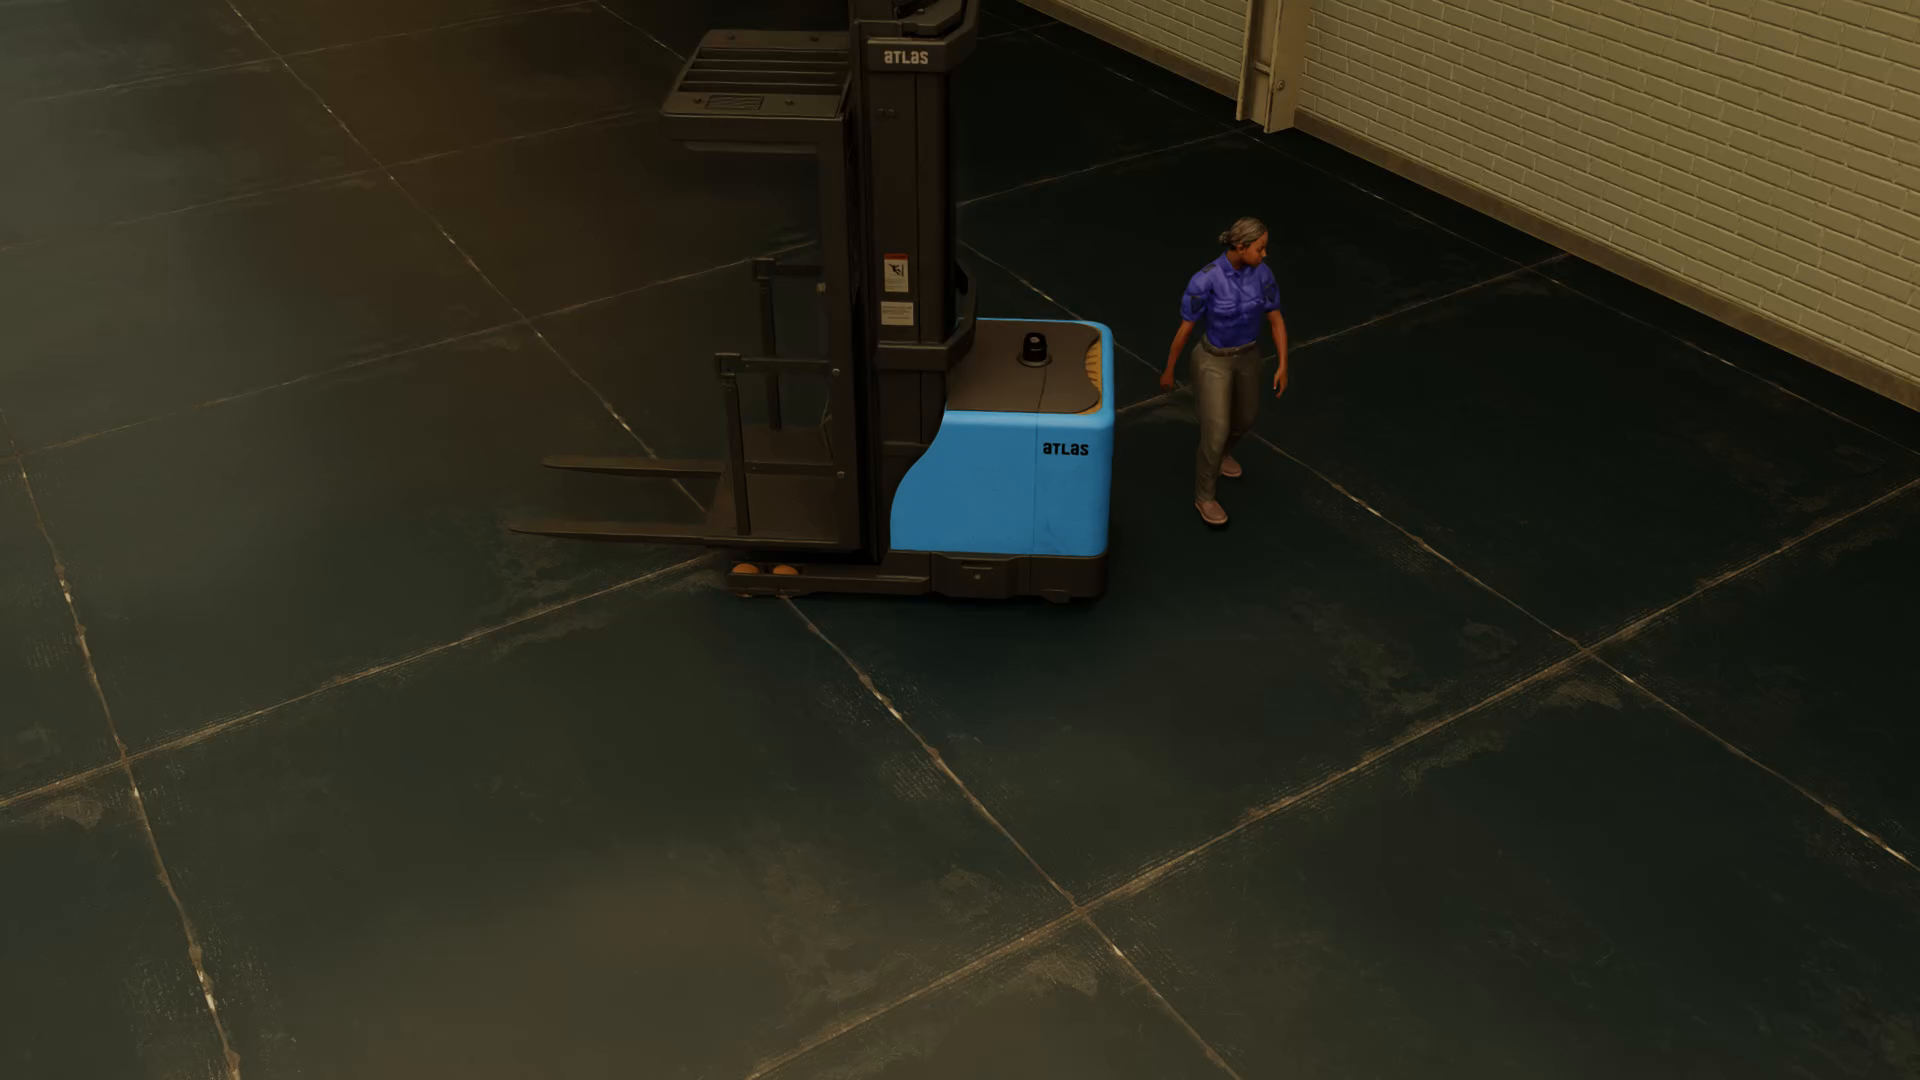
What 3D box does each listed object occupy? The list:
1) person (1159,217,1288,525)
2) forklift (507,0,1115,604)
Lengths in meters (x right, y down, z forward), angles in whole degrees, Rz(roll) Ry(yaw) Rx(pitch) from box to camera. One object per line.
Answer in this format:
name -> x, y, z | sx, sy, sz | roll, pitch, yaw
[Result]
person -> 1.353, -0.901, 8.599 | 0.605, 1.594, 0.674 | -16, 38, -22
forklift -> -0.757, -1.209, 7.868 | 3.031, 2.935, 1.130 | 2, 35, 3
